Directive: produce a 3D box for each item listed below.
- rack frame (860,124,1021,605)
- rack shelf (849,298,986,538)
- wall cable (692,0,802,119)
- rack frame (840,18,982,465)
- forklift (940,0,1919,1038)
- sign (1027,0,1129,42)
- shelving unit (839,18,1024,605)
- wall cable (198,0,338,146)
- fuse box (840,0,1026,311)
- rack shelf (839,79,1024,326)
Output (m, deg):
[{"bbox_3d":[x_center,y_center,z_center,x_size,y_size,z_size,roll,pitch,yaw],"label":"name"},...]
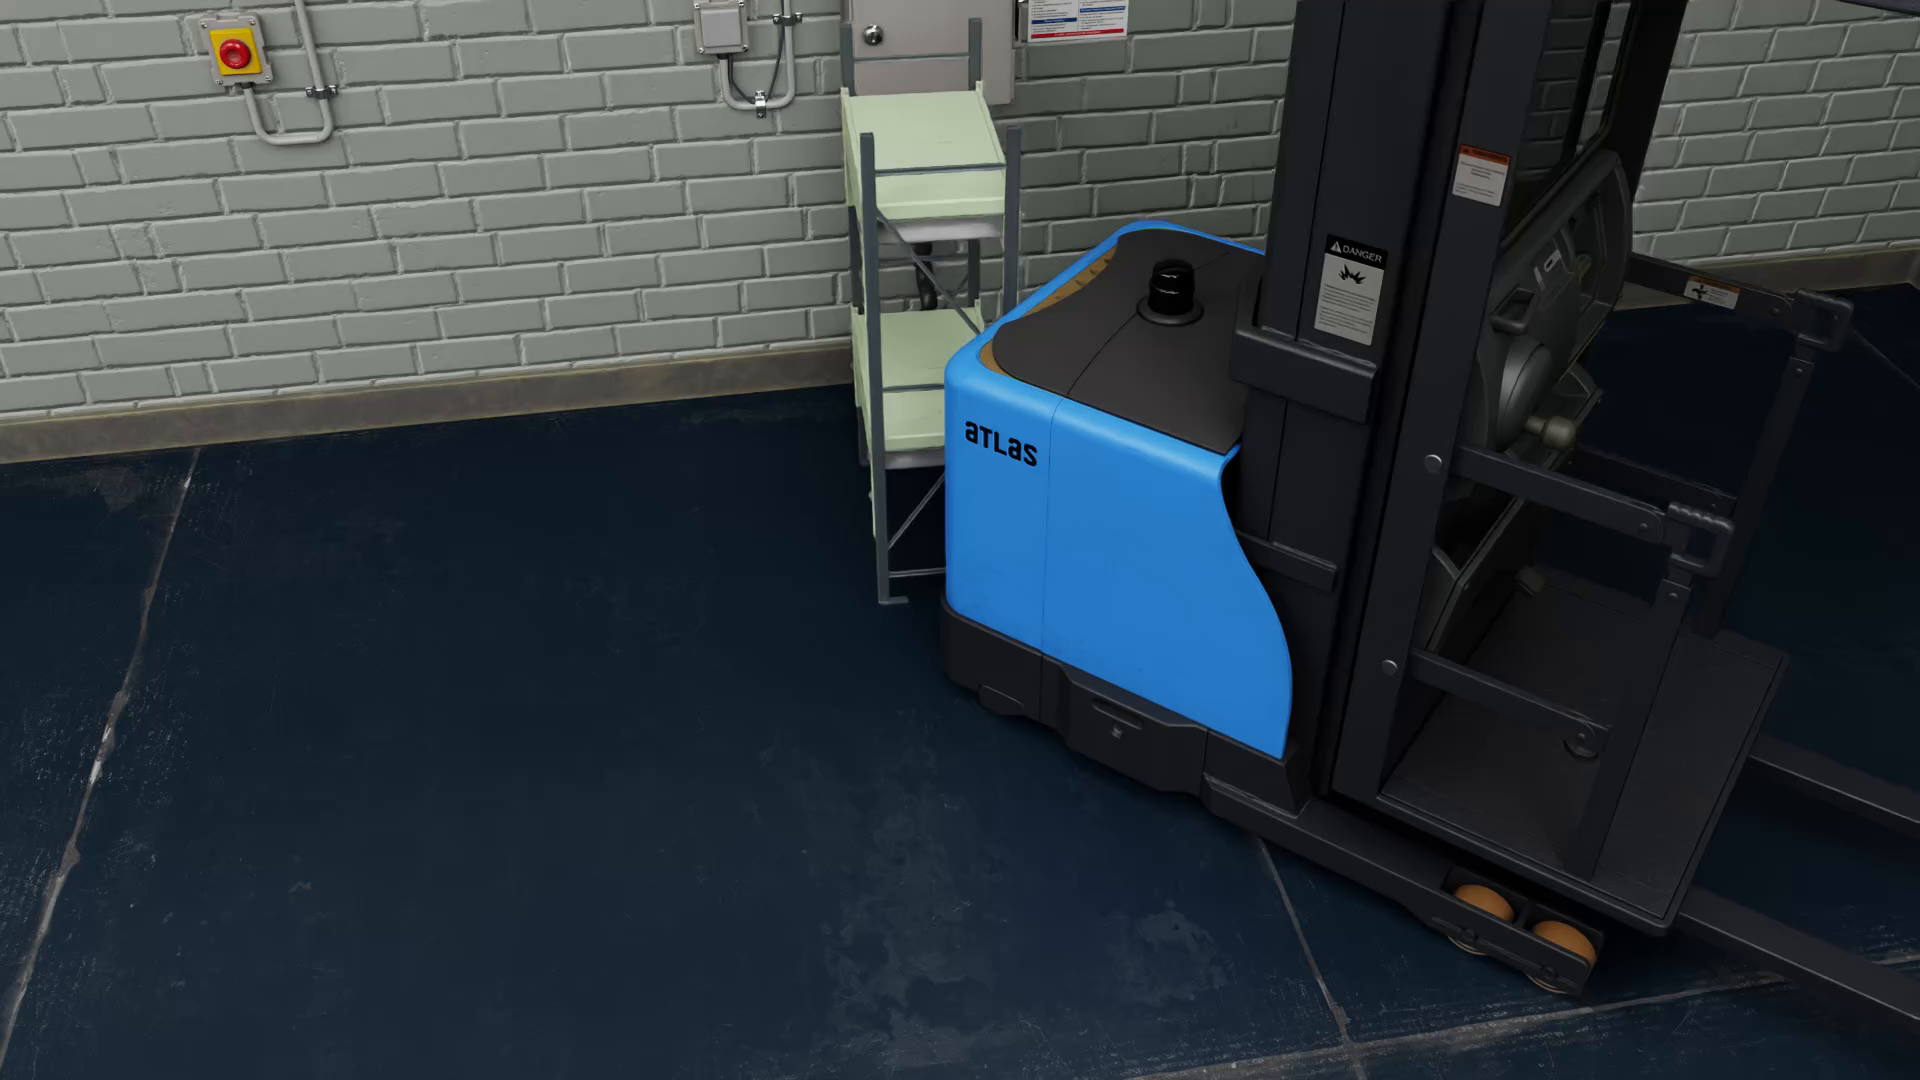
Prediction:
[{"bbox_3d":[-0.048,-0.419,4.567,0.400,1.500,0.023,-4,38,-6],"label":"rack frame"},{"bbox_3d":[-0.093,-0.385,5.054,0.431,0.370,0.720,-4,38,-6],"label":"rack shelf"},{"bbox_3d":[-0.771,-2.094,4.672,0.588,1.984,0.122,-6,38,-8],"label":"wall cable"},{"bbox_3d":[-0.138,-0.865,5.141,0.400,1.500,0.023,-4,38,-6],"label":"rack frame"},{"bbox_3d":[1.446,-0.474,3.471,3.031,2.935,1.130,23,43,27],"label":"forklift"},{"bbox_3d":[0.378,-1.811,5.214,0.329,0.494,0.001,-6,38,-8],"label":"sign"},{"bbox_3d":[-0.093,-0.642,4.854,0.431,1.500,0.755,-4,38,-6],"label":"shelving unit"},{"bbox_3d":[-2.166,-1.946,4.457,0.585,1.953,0.123,-6,38,-8],"label":"wall cable"},{"bbox_3d":[-0.072,-1.162,5.351,0.539,1.711,0.414,-6,38,-8],"label":"fuse box"},{"bbox_3d":[-0.093,-0.950,4.615,0.431,0.370,0.720,-4,38,-6],"label":"rack shelf"}]
